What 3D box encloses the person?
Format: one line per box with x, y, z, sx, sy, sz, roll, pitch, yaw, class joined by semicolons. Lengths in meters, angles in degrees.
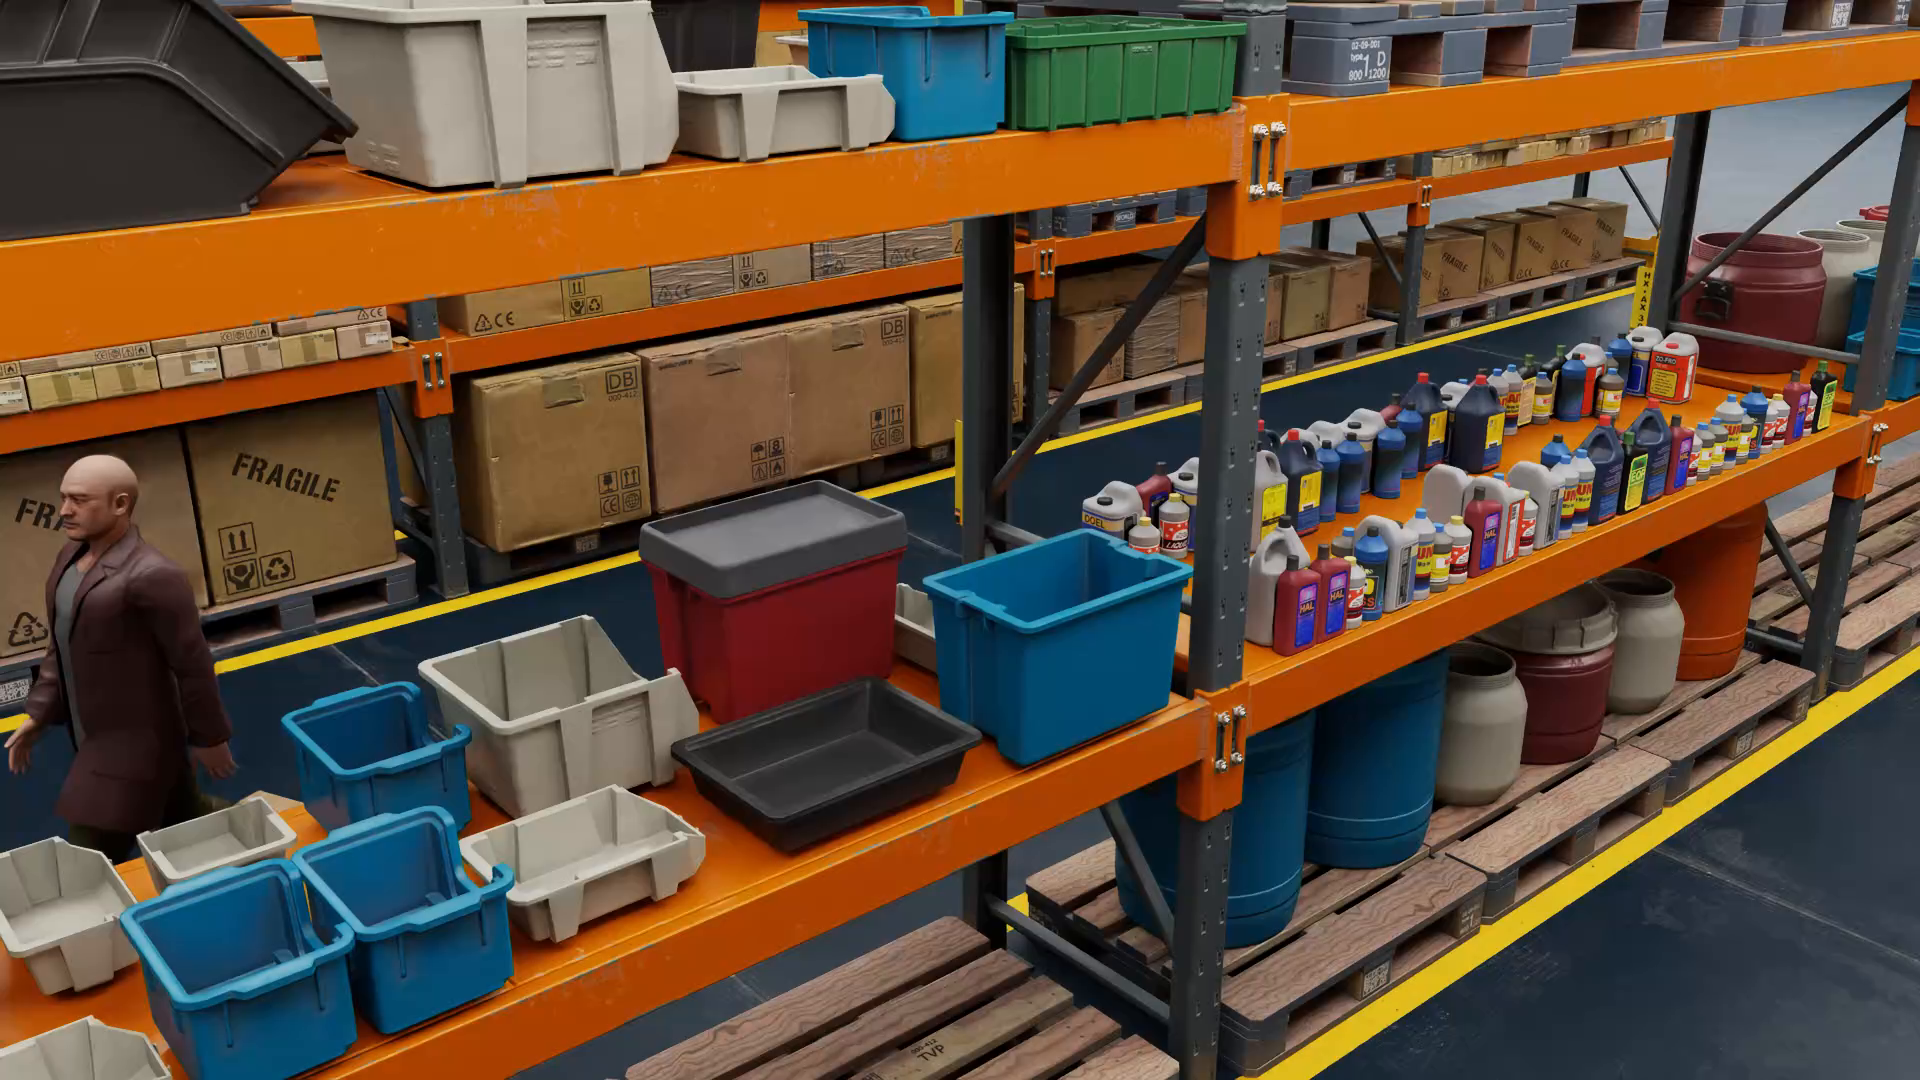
-2.558;0.408;4.990;0.565;0.939;0.504;18;27;40;person
